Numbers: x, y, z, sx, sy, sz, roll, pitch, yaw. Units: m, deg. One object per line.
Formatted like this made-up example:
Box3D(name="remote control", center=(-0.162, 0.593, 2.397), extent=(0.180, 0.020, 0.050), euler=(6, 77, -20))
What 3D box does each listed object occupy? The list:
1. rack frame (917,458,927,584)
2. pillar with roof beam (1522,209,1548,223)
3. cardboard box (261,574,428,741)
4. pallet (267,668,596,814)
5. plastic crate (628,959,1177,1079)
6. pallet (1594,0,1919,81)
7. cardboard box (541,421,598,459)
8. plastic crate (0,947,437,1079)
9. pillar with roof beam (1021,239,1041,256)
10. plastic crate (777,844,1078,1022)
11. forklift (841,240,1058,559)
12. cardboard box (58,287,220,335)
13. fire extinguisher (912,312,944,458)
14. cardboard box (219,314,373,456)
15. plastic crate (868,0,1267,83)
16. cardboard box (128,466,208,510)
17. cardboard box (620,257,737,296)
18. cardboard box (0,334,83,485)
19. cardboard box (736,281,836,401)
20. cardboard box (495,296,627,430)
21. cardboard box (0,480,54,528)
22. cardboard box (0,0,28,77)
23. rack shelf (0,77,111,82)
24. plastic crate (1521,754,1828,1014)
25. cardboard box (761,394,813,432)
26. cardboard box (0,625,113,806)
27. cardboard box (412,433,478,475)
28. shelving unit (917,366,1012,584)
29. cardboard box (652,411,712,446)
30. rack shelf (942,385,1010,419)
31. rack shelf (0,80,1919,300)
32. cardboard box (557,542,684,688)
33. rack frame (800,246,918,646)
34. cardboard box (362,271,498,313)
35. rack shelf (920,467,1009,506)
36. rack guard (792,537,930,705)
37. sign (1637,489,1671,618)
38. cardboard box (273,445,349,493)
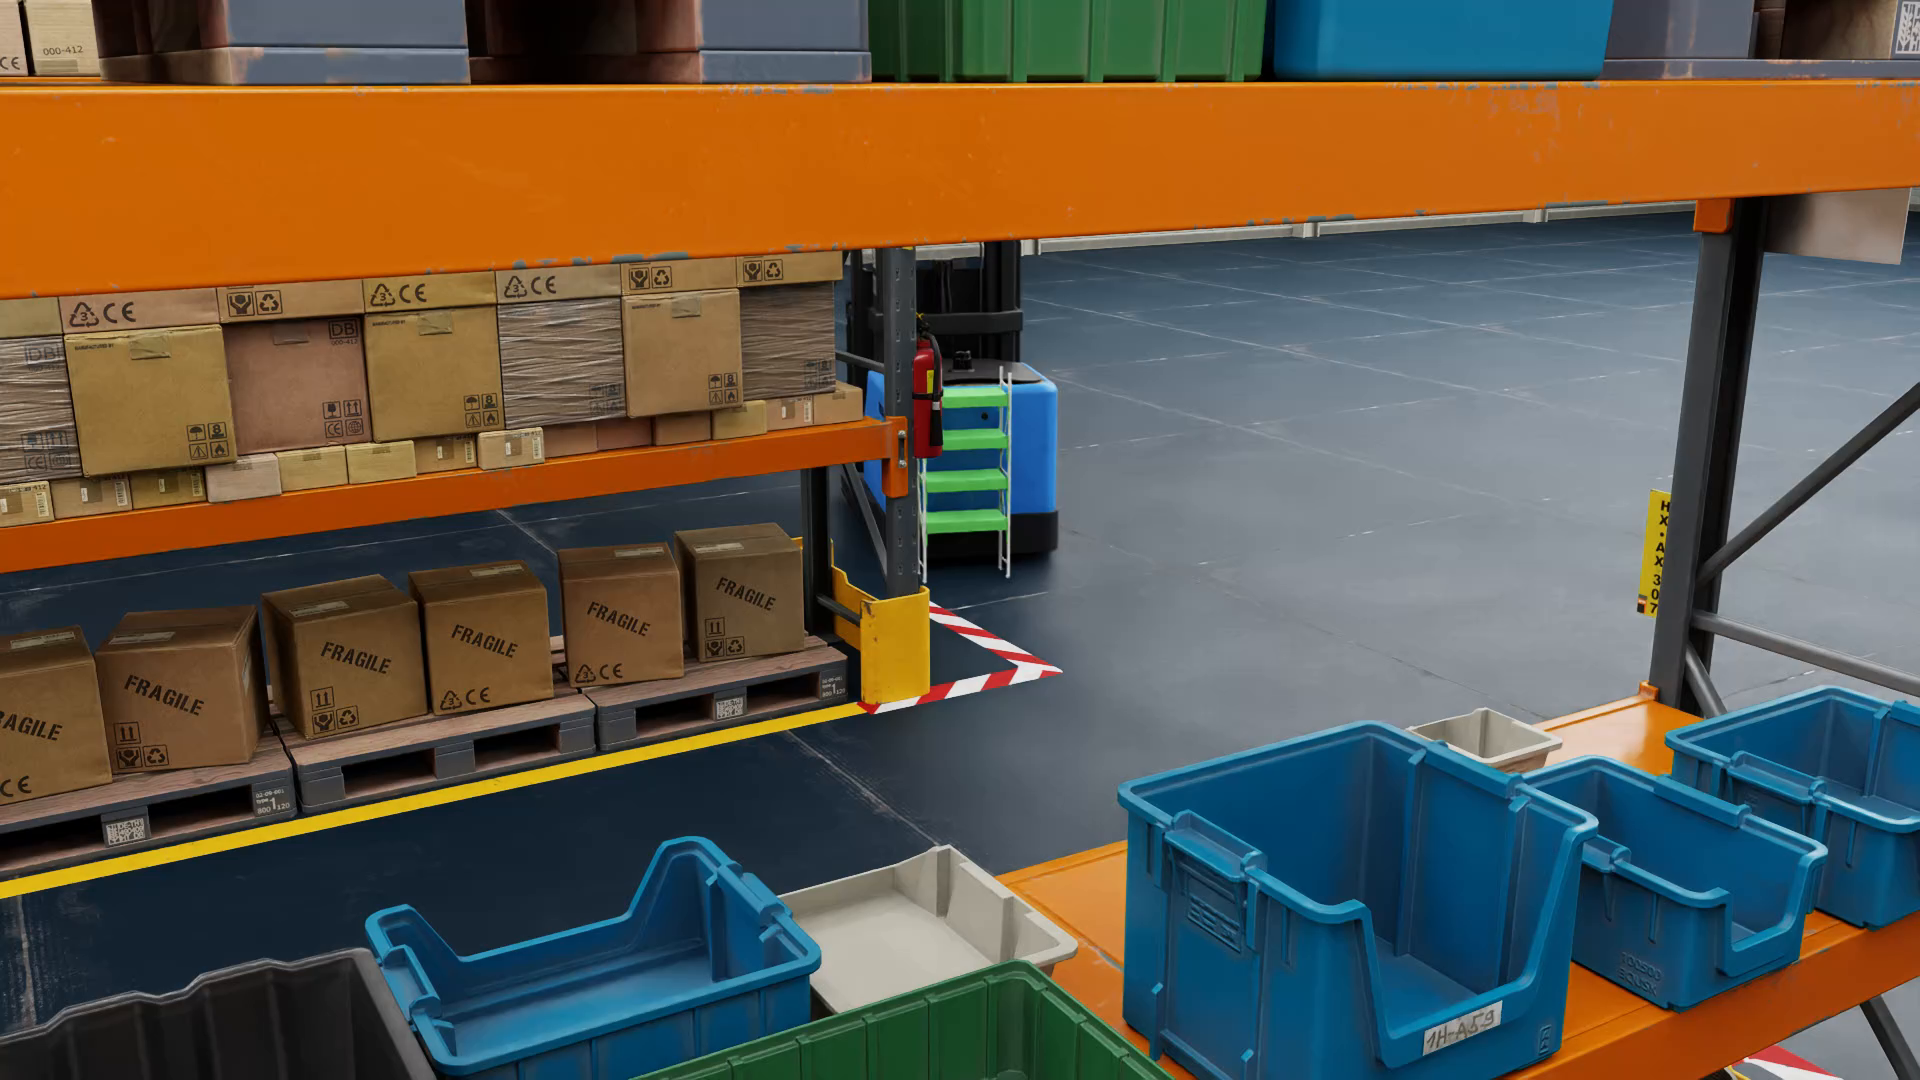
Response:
Box3D(name="rack frame", center=(-0.221, -0.358, 9.463), extent=(0.015, 1.200, 0.240), euler=(-3, 16, -11))
Box3D(name="pillar with roof beam", center=(13.564, -9.626, 28.078), extent=(0.400, 9.000, 9.100), euler=(-9, 18, -30))
Box3D(name="cardboard box", center=(-2.588, 0.480, 6.992), extent=(0.500, 0.500, 0.500), euler=(-11, 19, -35))
Box3D(name="pallet", center=(-2.326, 0.781, 7.231), extent=(1.213, 0.211, 1.003), euler=(-9, 18, -30))
Box3D(name="plastic crate", center=(-0.070, 0.836, 2.264), extent=(0.662, 0.188, 0.450), euler=(-9, 18, -30))
Box3D(name="pallet", center=(1.290, -0.960, 3.070), extent=(1.213, 0.211, 1.003), euler=(-9, 18, -30))
Box3D(name="cardboard box", center=(-1.702, -0.459, 6.956), extent=(0.250, 0.149, 0.380), euler=(-9, 18, -30))
Box3D(name="plastic crate", center=(-0.865, 0.844, 1.958), extent=(0.504, 0.338, 0.767), euler=(-9, 18, -30))
Box3D(name="pillar with roof beam", center=(3.278, -7.958, 22.128), extent=(0.400, 9.000, 9.100), euler=(-9, 18, -30))
Box3D(name="plastic crate", center=(-0.118, 0.700, 2.845), extent=(0.437, 0.136, 0.530), euler=(-9, 18, -30))
Box3D(name="forklift", center=(-0.202, -1.650, 10.865), extent=(1.130, 2.935, 3.031), euler=(-3, 16, -11))
Box3D(name="cardboard box", center=(-2.985, -1.035, 5.957), extent=(0.500, 0.500, 0.500), euler=(-9, 18, -30))
Box3D(name="fire extinguisher", center=(-0.166, -0.717, 7.554), extent=(0.183, 0.674, 0.296), euler=(-9, 18, -30))
Box3D(name="cardboard box", center=(-2.689, -0.683, 6.552), extent=(0.500, 0.500, 0.875), euler=(-9, 18, -30))
Box3D(name="plastic crate", center=(0.114, -0.642, 1.977), extent=(0.450, 0.188, 0.336), euler=(-9, 18, -30))
Box3D(name="cardboard box", center=(-2.960, -0.238, 6.167), extent=(0.250, 0.149, 0.380), euler=(-9, 18, -30))
Box3D(name="cardboard box", center=(-1.271, -1.313, 6.949), extent=(0.500, 0.500, 0.500), euler=(-9, 18, -30))
Box3D(name="cardboard box", center=(-3.512, -0.529, 6.002), extent=(0.500, 0.500, 0.875), euler=(-9, 18, -30))
Box3D(name="cardboard box", center=(-0.987, -0.966, 7.563), extent=(0.500, 0.500, 0.875), euler=(-9, 18, -30))
Box3D(name="cardboard box", center=(-1.804, -0.810, 7.004), extent=(0.500, 0.500, 0.875), euler=(-9, 18, -30))
Box3D(name="cardboard box", center=(-3.370, -0.160, 5.889), extent=(0.250, 0.149, 0.380), euler=(-9, 18, -30))
Box3D(name="cardboard box", center=(-3.412, -1.664, 5.510), extent=(0.500, 0.250, 0.500), euler=(-10, 19, -32))
Box3D(name="rack shelf", center=(-2.216, -1.665, 6.567), extent=(4.000, 0.370, 1.077), euler=(-9, 18, -30))
Box3D(name="plastic crate", center=(1.215, 0.600, 2.986), extent=(0.408, 0.251, 0.499), euler=(-9, 18, -30))
Box3D(name="cardboard box", center=(-0.854, -0.602, 7.466), extent=(0.250, 0.149, 0.380), euler=(-9, 18, -30))
Box3D(name="cardboard box", center=(-3.566, 0.666, 6.329), extent=(0.500, 0.500, 0.500), euler=(-10, 18, -31))
Box3D(name="cardboard box", center=(-2.121, -0.385, 6.692), extent=(0.250, 0.149, 0.380), euler=(-9, 18, -30))
Box3D(name="shelving unit", center=(0.019, -0.370, 9.508), extent=(0.503, 1.200, 0.258), euler=(-3, 16, -11))
Box3D(name="cardboard box", center=(-1.264, -0.524, 7.188), extent=(0.250, 0.149, 0.380), euler=(-9, 18, -30))
Box3D(name="rack shelf", center=(0.019, -0.771, 9.396), extent=(0.480, 0.148, 0.258), euler=(-3, 16, -11))
Box3D(name="rack shelf", center=(0.335, -0.519, 2.479), extent=(4.000, 0.370, 1.077), euler=(-9, 18, -30))
Box3D(name="cardboard box", center=(-1.540, 0.330, 7.527), extent=(0.500, 0.500, 0.500), euler=(-4, 16, -15))
Box3D(name="rack frame", center=(-0.501, -0.845, 7.867), extent=(0.127, 3.000, 1.000), euler=(-9, 18, -30))
Box3D(name="cardboard box", center=(-2.134, -1.177, 6.462), extent=(0.500, 0.500, 0.500), euler=(-9, 18, -30))
Box3D(name="rack shelf", center=(0.019, -0.309, 9.525), extent=(0.480, 0.148, 0.258), euler=(-3, 16, -11))
Box3D(name="rack guard", center=(-0.566, 0.369, 8.167), extent=(0.348, 0.500, 1.175), euler=(-9, 18, -30))
Box3D(name="sign", center=(1.770, 0.040, 4.198), extent=(0.005, 0.325, 0.100), euler=(-9, 18, -30))
Box3D(name="cardboard box", center=(-2.532, -0.308, 6.416), extent=(0.250, 0.149, 0.380), euler=(-9, 18, -30))
